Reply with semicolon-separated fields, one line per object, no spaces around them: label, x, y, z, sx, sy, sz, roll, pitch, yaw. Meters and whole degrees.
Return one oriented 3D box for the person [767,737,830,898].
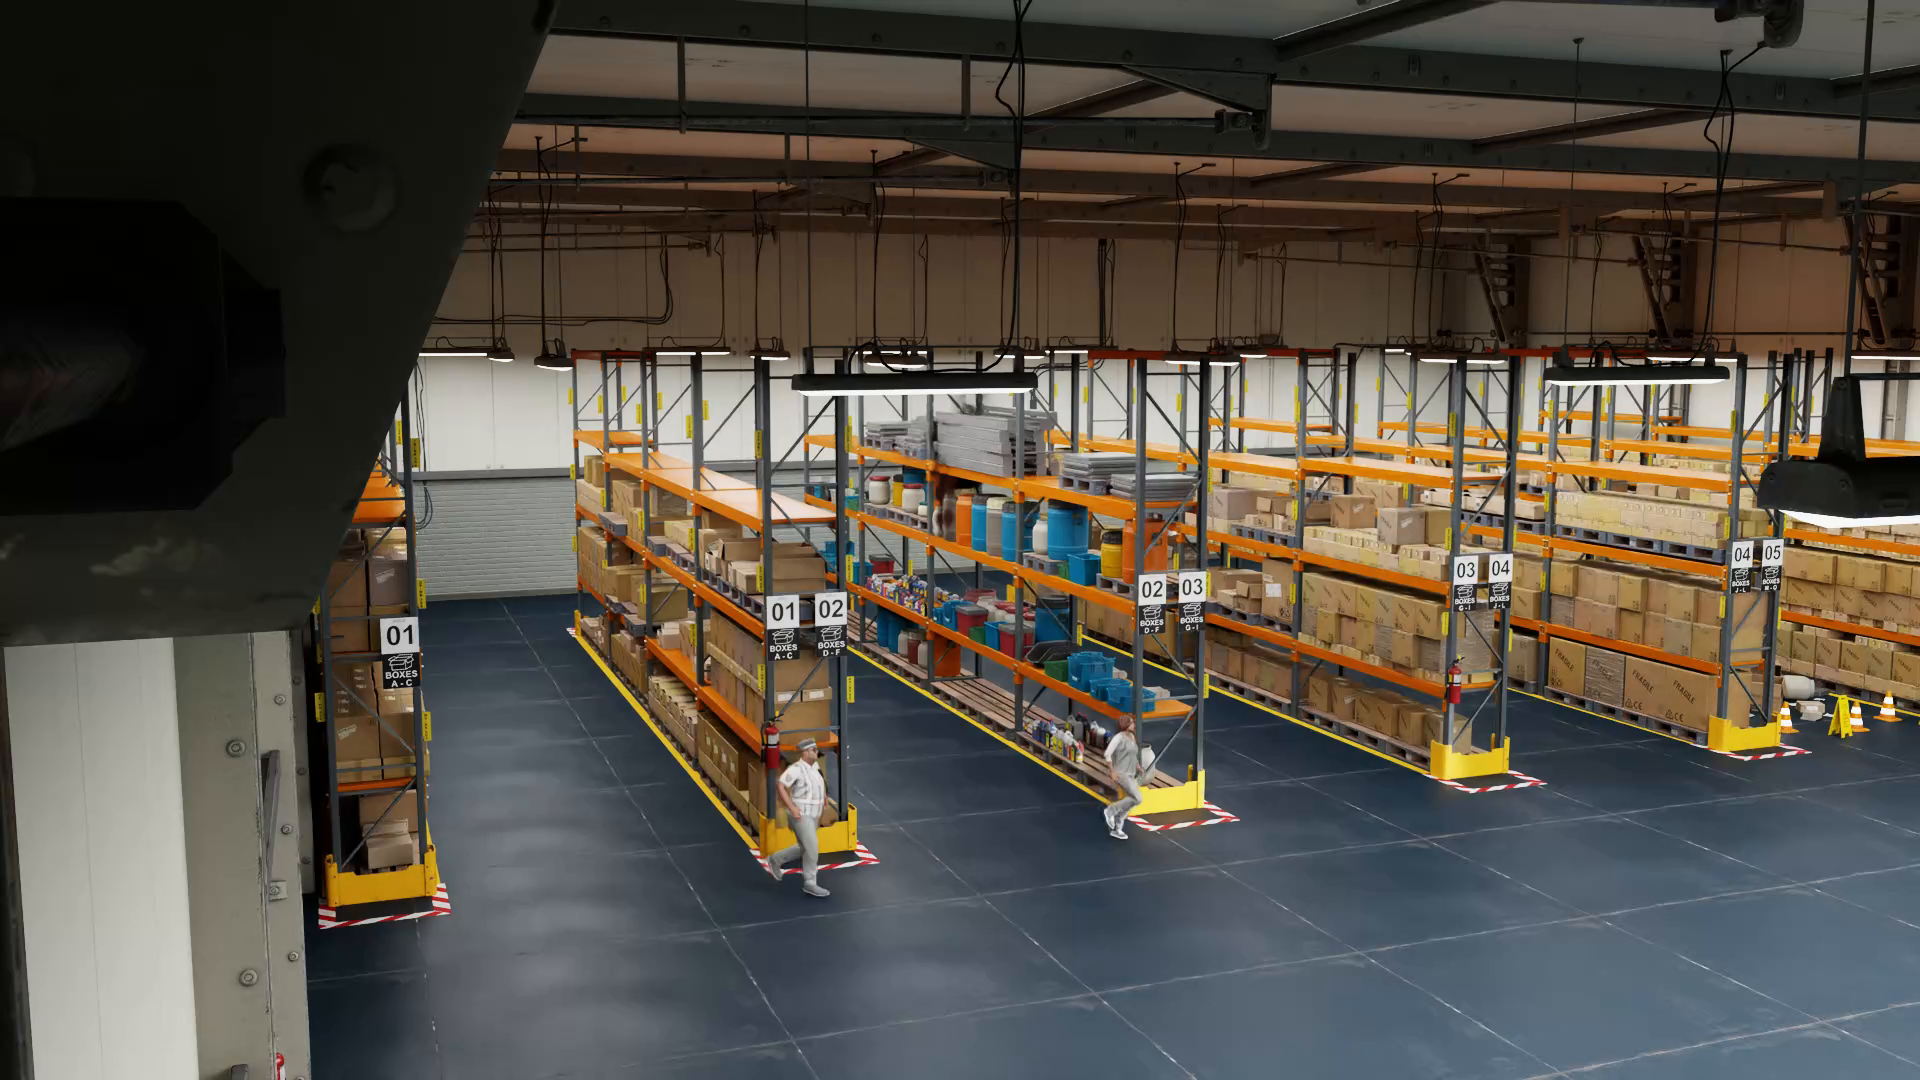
person;-1.798;3.120;19.016;0.866;1.743;0.703;3;8;22

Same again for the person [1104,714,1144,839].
person;2.123;2.974;20.985;0.466;1.524;0.569;4;8;29

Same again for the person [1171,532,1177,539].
person;4.976;0.652;38.909;0.755;1.707;0.761;-1;7;-7
